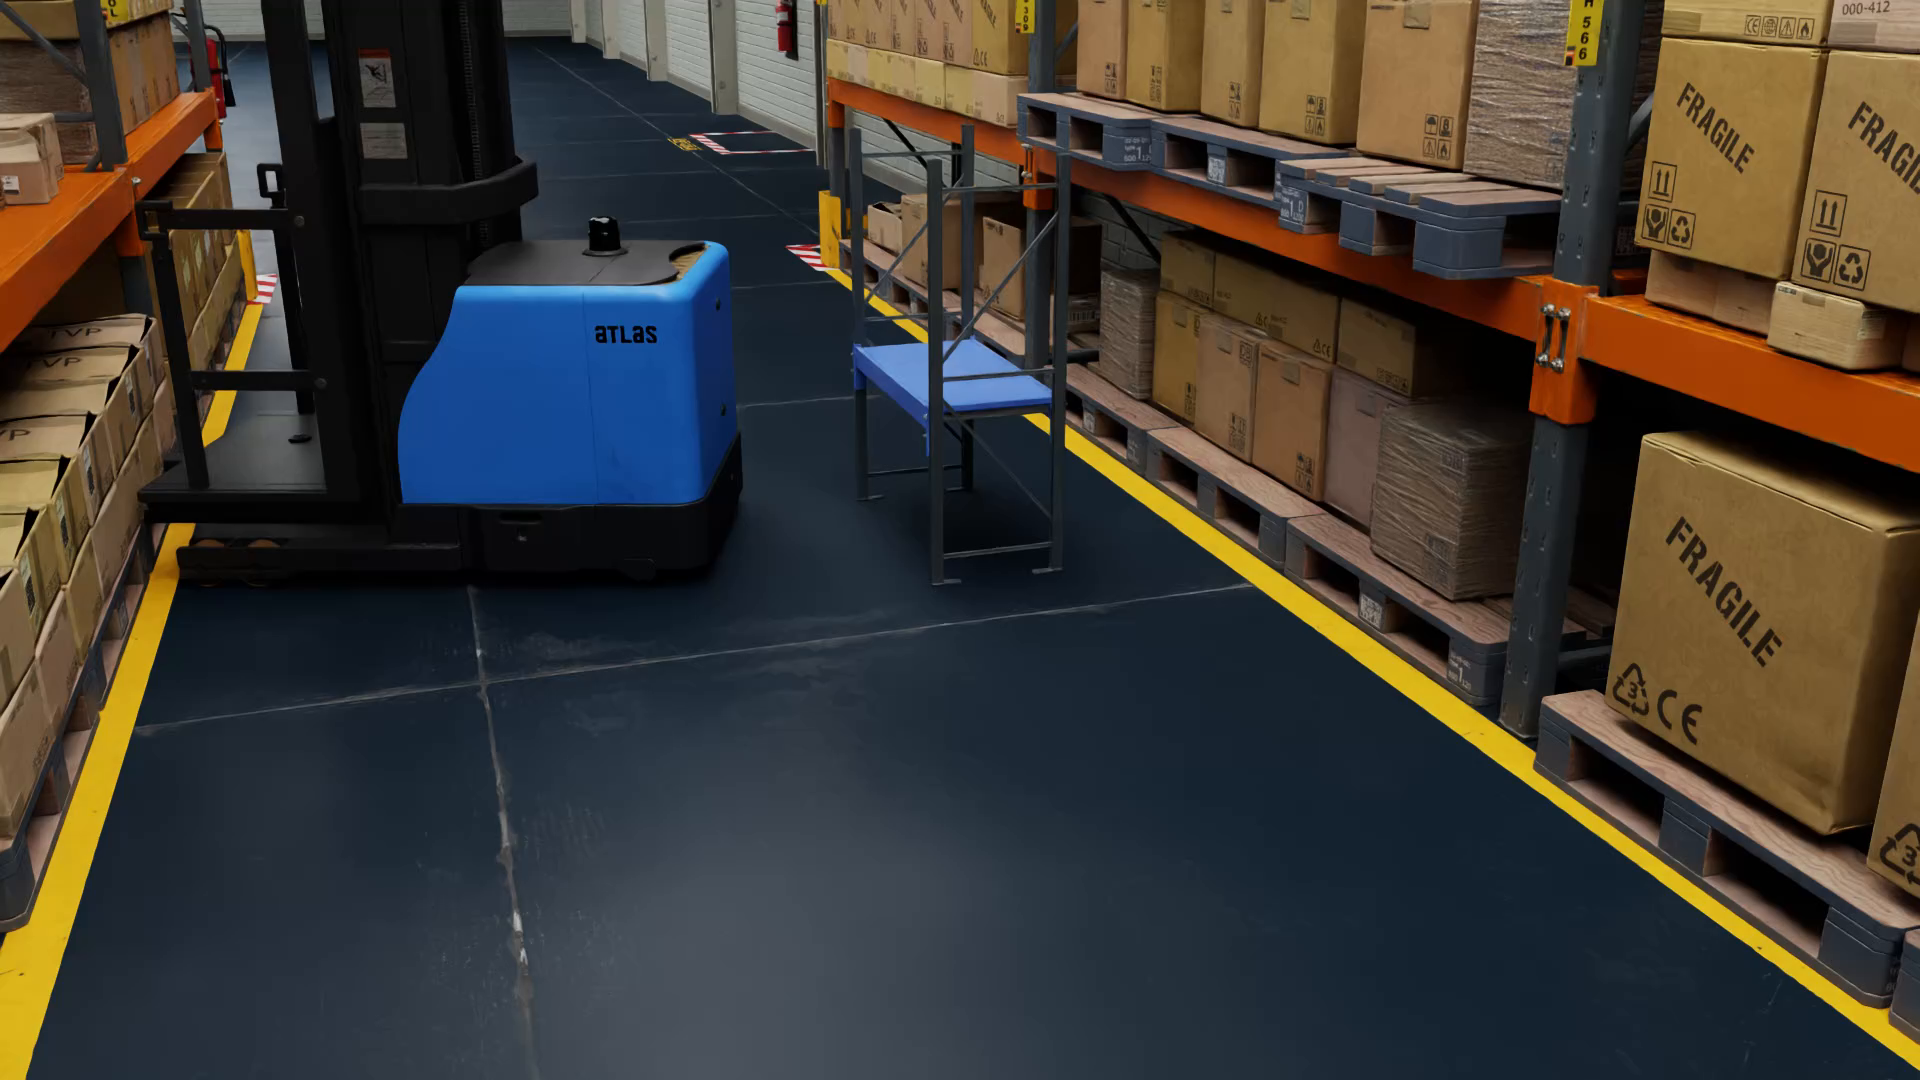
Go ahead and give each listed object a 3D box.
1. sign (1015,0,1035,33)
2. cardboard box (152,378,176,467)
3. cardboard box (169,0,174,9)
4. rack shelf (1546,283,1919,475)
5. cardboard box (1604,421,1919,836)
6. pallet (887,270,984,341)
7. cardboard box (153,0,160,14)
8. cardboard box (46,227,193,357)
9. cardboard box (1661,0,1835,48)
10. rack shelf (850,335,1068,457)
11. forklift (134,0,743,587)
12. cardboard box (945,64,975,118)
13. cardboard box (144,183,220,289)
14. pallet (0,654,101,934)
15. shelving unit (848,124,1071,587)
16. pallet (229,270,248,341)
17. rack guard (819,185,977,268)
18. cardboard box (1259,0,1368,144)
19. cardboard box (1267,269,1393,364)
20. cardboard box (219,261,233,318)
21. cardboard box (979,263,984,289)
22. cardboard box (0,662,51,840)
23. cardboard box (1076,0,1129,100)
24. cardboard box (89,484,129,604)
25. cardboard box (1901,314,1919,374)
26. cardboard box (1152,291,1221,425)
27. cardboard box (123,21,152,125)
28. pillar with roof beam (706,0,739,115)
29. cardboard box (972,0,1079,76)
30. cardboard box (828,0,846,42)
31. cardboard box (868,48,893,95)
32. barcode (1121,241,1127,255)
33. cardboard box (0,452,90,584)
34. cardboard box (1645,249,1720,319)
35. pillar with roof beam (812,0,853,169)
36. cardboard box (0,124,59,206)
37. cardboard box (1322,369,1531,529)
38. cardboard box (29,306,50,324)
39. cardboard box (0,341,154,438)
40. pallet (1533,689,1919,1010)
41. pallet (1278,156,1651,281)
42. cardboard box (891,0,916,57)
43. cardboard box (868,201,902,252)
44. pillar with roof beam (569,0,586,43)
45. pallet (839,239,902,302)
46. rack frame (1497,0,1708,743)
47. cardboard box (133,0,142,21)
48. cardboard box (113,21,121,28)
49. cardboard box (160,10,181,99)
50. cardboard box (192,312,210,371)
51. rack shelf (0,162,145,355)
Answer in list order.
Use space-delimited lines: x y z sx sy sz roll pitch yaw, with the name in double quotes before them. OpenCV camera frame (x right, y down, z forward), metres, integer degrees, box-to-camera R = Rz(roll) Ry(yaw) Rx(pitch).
"sign" 0.307 -2.532 7.747 0.100 0.325 0.005 -6 21 -17
"cardboard box" -3.476 -0.458 6.702 0.500 0.250 0.500 -7 21 -18
"cardboard box" -4.838 -3.191 9.755 0.380 0.149 0.250 -7 21 -18
"rack shelf" 2.706 0.079 2.822 1.077 0.370 4.000 -6 21 -17
"cardboard box" 2.184 0.163 4.084 0.750 0.750 0.750 -7 21 -18
"pallet" 0.188 -1.476 10.214 1.003 0.211 1.213 -6 21 -17
"cardboard box" -4.597 -2.944 9.067 0.380 0.149 0.250 -6 21 -16
"cardboard box" -3.730 -1.096 7.366 0.500 0.500 0.500 -6 21 -17
"cardboard box" 1.984 -1.268 3.782 0.500 0.250 0.500 -6 21 -16
"rack shelf" -0.027 -0.564 6.300 0.538 0.185 1.000 -6 21 -17
"forklift" -2.408 -1.390 5.950 3.031 2.935 1.130 0 20 1
"cardboard box" 0.235 -2.404 8.864 0.500 0.250 0.500 -6 21 -17
"cardboard box" -4.203 -1.577 8.706 0.500 0.500 0.500 -6 21 -17
"pallet" -2.846 0.671 4.237 1.003 0.211 1.213 -6 21 -17
"shelving unit" -0.027 -0.733 6.239 0.538 1.500 1.048 -6 21 -17
"pallet" -4.859 -1.387 9.967 1.003 0.211 1.213 -6 21 -17
"rack guard" -0.413 -2.267 11.990 1.175 0.500 0.348 -6 21 -17
"cardboard box" 1.507 -1.702 5.920 0.700 0.500 0.500 -6 21 -17
"cardboard box" 1.515 -0.864 6.322 0.500 0.250 0.500 -6 21 -17
"cardboard box" -4.362 -1.384 9.279 0.500 0.250 0.500 -6 21 -17
"cardboard box" 0.336 -1.565 9.904 0.380 0.149 0.250 -8 21 -22
"cardboard box" -2.510 0.524 3.967 0.500 0.250 0.500 -6 21 -17
"cardboard box" 0.948 -2.272 7.505 0.700 0.500 0.500 -6 21 -17
"cardboard box" -2.999 0.032 5.337 0.500 0.250 0.500 -6 21 -16
"cardboard box" 2.231 -0.418 3.485 0.380 0.149 0.250 -7 21 -18
"cardboard box" 1.277 -0.820 7.310 0.700 0.500 0.500 -7 21 -18
"cardboard box" -4.515 -2.340 8.346 0.700 0.500 0.500 -6 21 -16
"pillar with roof beam" -7.255 -9.552 19.699 9.100 9.000 0.400 -6 21 -17
"cardboard box" 0.378 -2.595 8.287 0.500 0.500 0.500 -6 21 -17
"cardboard box" -0.572 -3.575 11.015 0.500 0.500 0.500 -6 21 -17
"cardboard box" -0.254 -2.887 10.210 0.500 0.250 0.500 -7 21 -18
"barcode" 0.878 -1.565 8.909 0.001 0.075 0.075 -6 21 -17
"cardboard box" -2.841 -0.072 4.796 0.500 0.311 0.500 -7 21 -19
"cardboard box" 1.961 -0.662 4.164 0.380 0.149 0.250 -7 21 -18
"pillar with roof beam" -5.369 -7.627 14.338 9.100 9.000 0.400 -6 21 -17
"cardboard box" -3.431 -1.331 5.884 0.396 0.266 0.258 -7 21 -19
"cardboard box" 1.750 -0.335 5.958 0.700 0.500 0.500 -6 21 -17
"cardboard box" -4.381 -1.201 7.659 0.500 0.500 0.500 -6 21 -17
"cardboard box" -3.312 -0.559 6.151 0.500 0.311 0.500 -6 21 -16
"pallet" 2.254 0.672 4.232 1.003 0.211 1.213 -6 21 -17
"pallet" 1.752 -1.028 5.125 1.213 0.211 1.003 -6 21 -17
"cardboard box" -0.097 -3.084 9.649 0.500 0.500 0.500 -6 21 -16
"cardboard box" -0.305 -2.178 11.370 0.500 0.311 0.500 -9 22 -23
"pillar with roof beam" -12.912 -15.329 35.781 9.100 9.000 0.400 -6 21 -17
"pallet" -0.192 -1.867 11.302 1.003 0.211 1.213 -6 21 -17
"rack frame" 2.077 -0.901 4.487 1.000 3.000 0.127 -6 21 -17
"cardboard box" -4.348 -2.693 8.369 0.380 0.149 0.250 -7 21 -18
"cardboard box" -4.104 -2.444 7.676 0.380 0.149 0.250 -7 21 -19
"cardboard box" -5.004 -2.837 9.728 0.700 0.500 0.500 -6 21 -17
"cardboard box" -3.892 -0.903 7.938 0.500 0.250 0.500 -6 21 -17
"rack shelf" -3.253 -0.677 4.927 1.077 0.370 4.000 -6 21 -17
